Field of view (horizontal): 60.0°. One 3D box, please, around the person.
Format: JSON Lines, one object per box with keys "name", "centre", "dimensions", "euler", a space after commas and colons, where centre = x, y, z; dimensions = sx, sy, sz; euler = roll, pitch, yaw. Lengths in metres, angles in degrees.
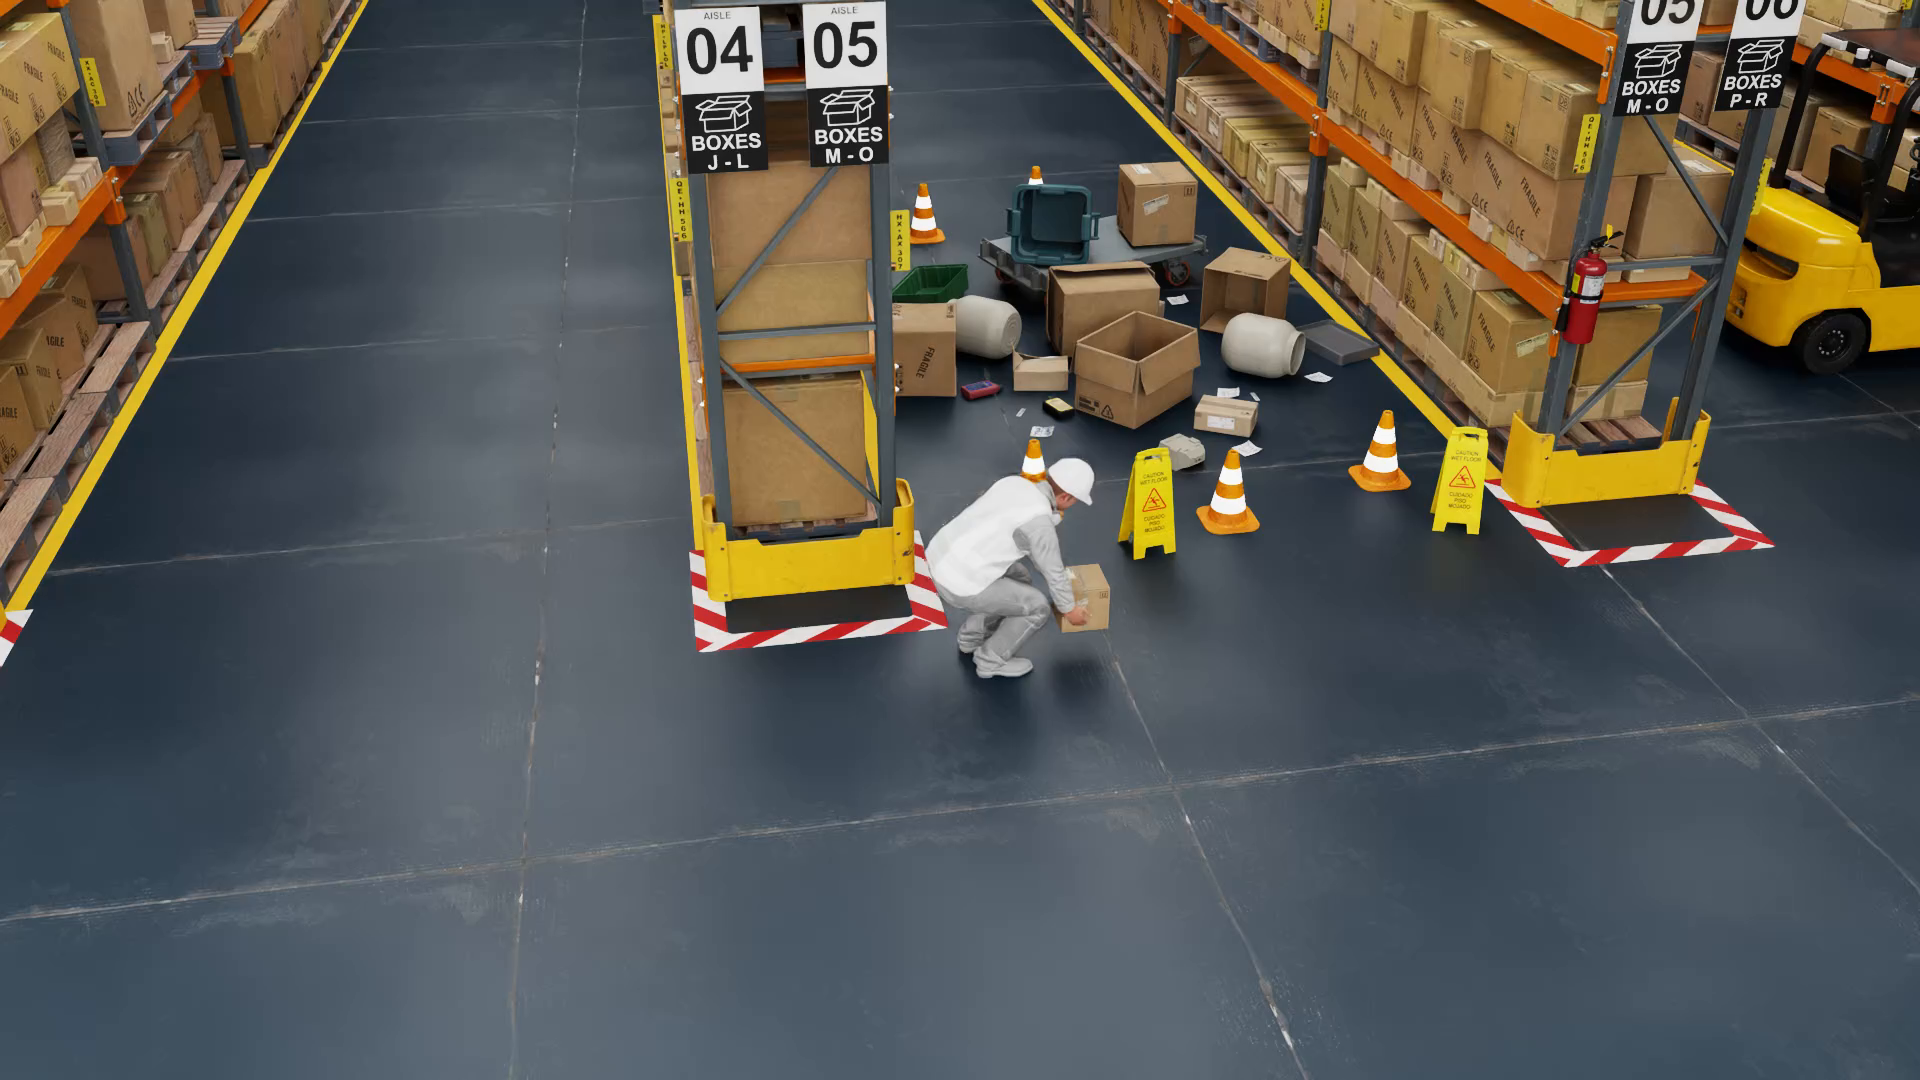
{"name": "person", "centre": [0.254, 0.119, 8.553], "dimensions": [0.866, 1.125, 0.556], "euler": [-5, 31, -9]}
